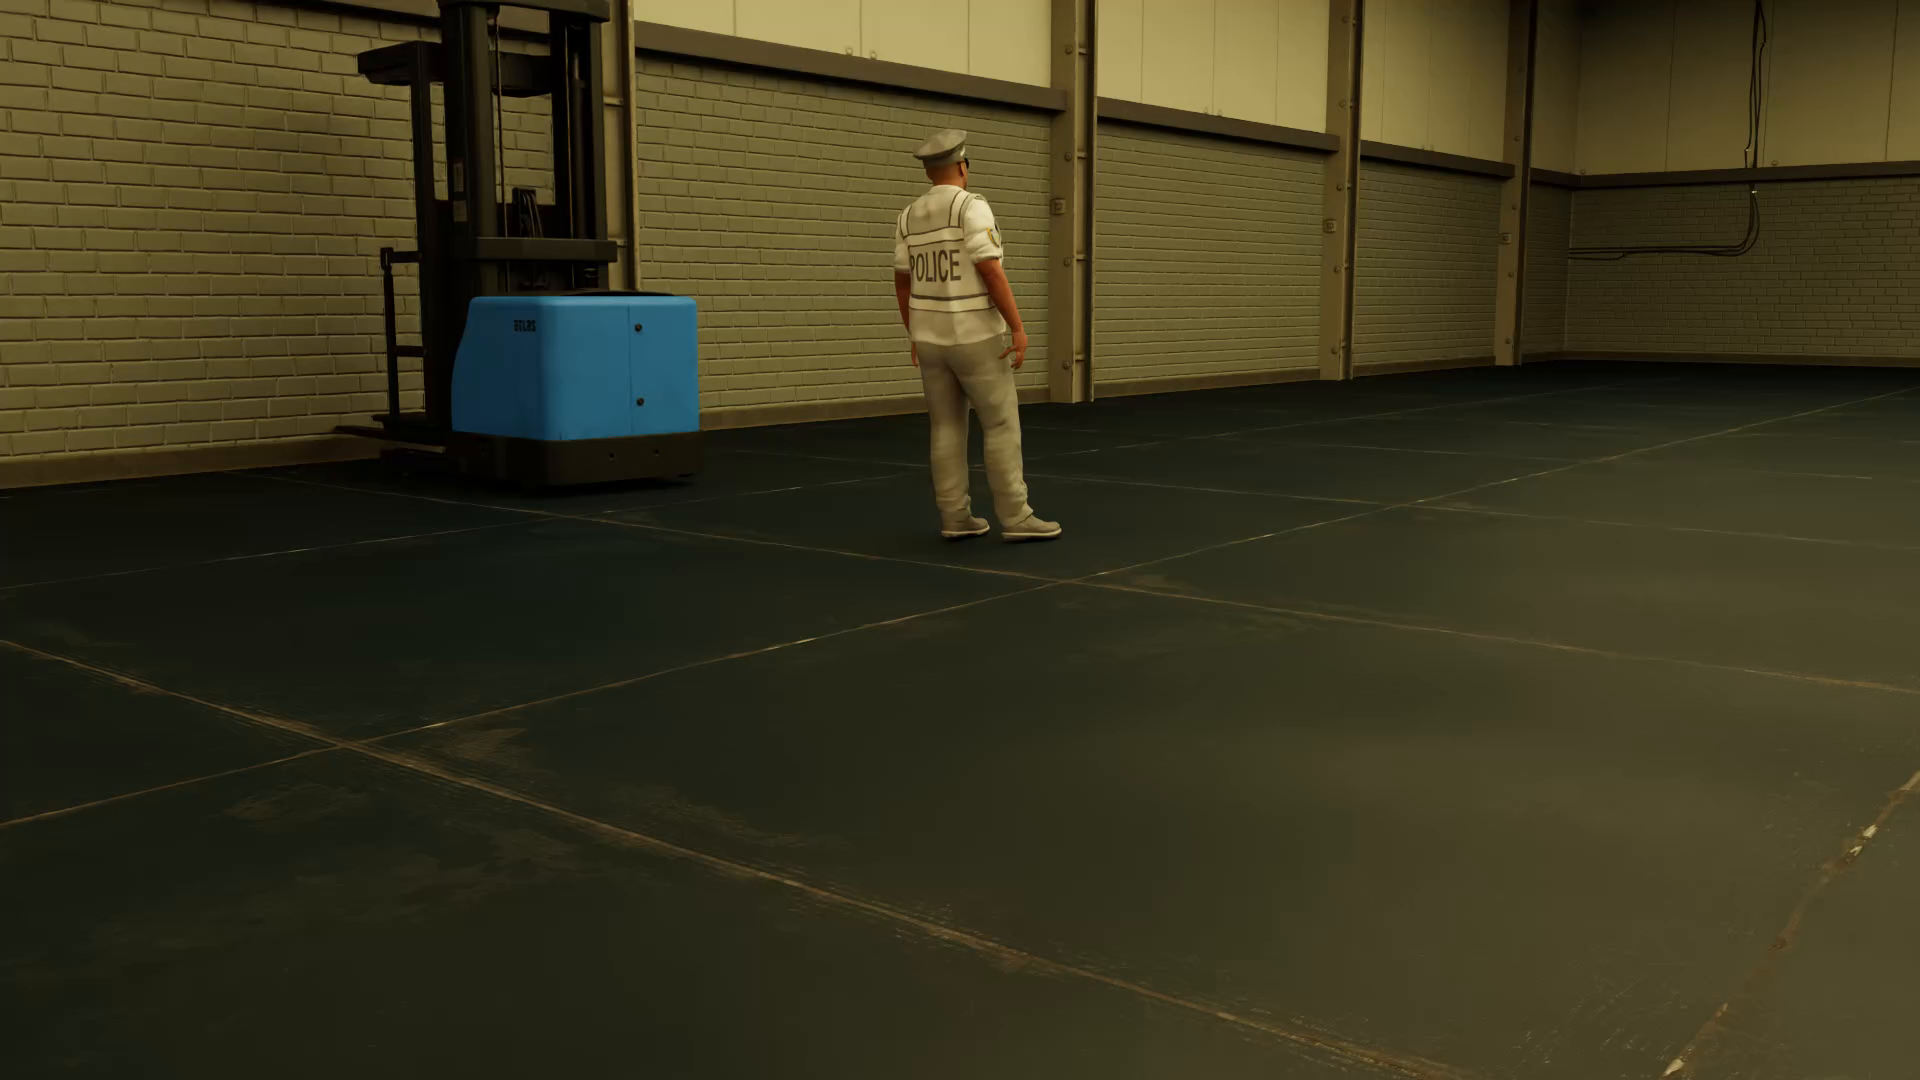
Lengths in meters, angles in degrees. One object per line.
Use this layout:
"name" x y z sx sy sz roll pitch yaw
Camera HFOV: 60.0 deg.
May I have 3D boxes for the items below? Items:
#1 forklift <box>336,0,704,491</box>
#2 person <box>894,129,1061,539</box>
"forklift" -2.881 -1.870 10.061 3.031 2.935 1.130 8 12 44
"person" 0.058 -0.897 7.328 0.641 1.781 0.574 7 11 38
